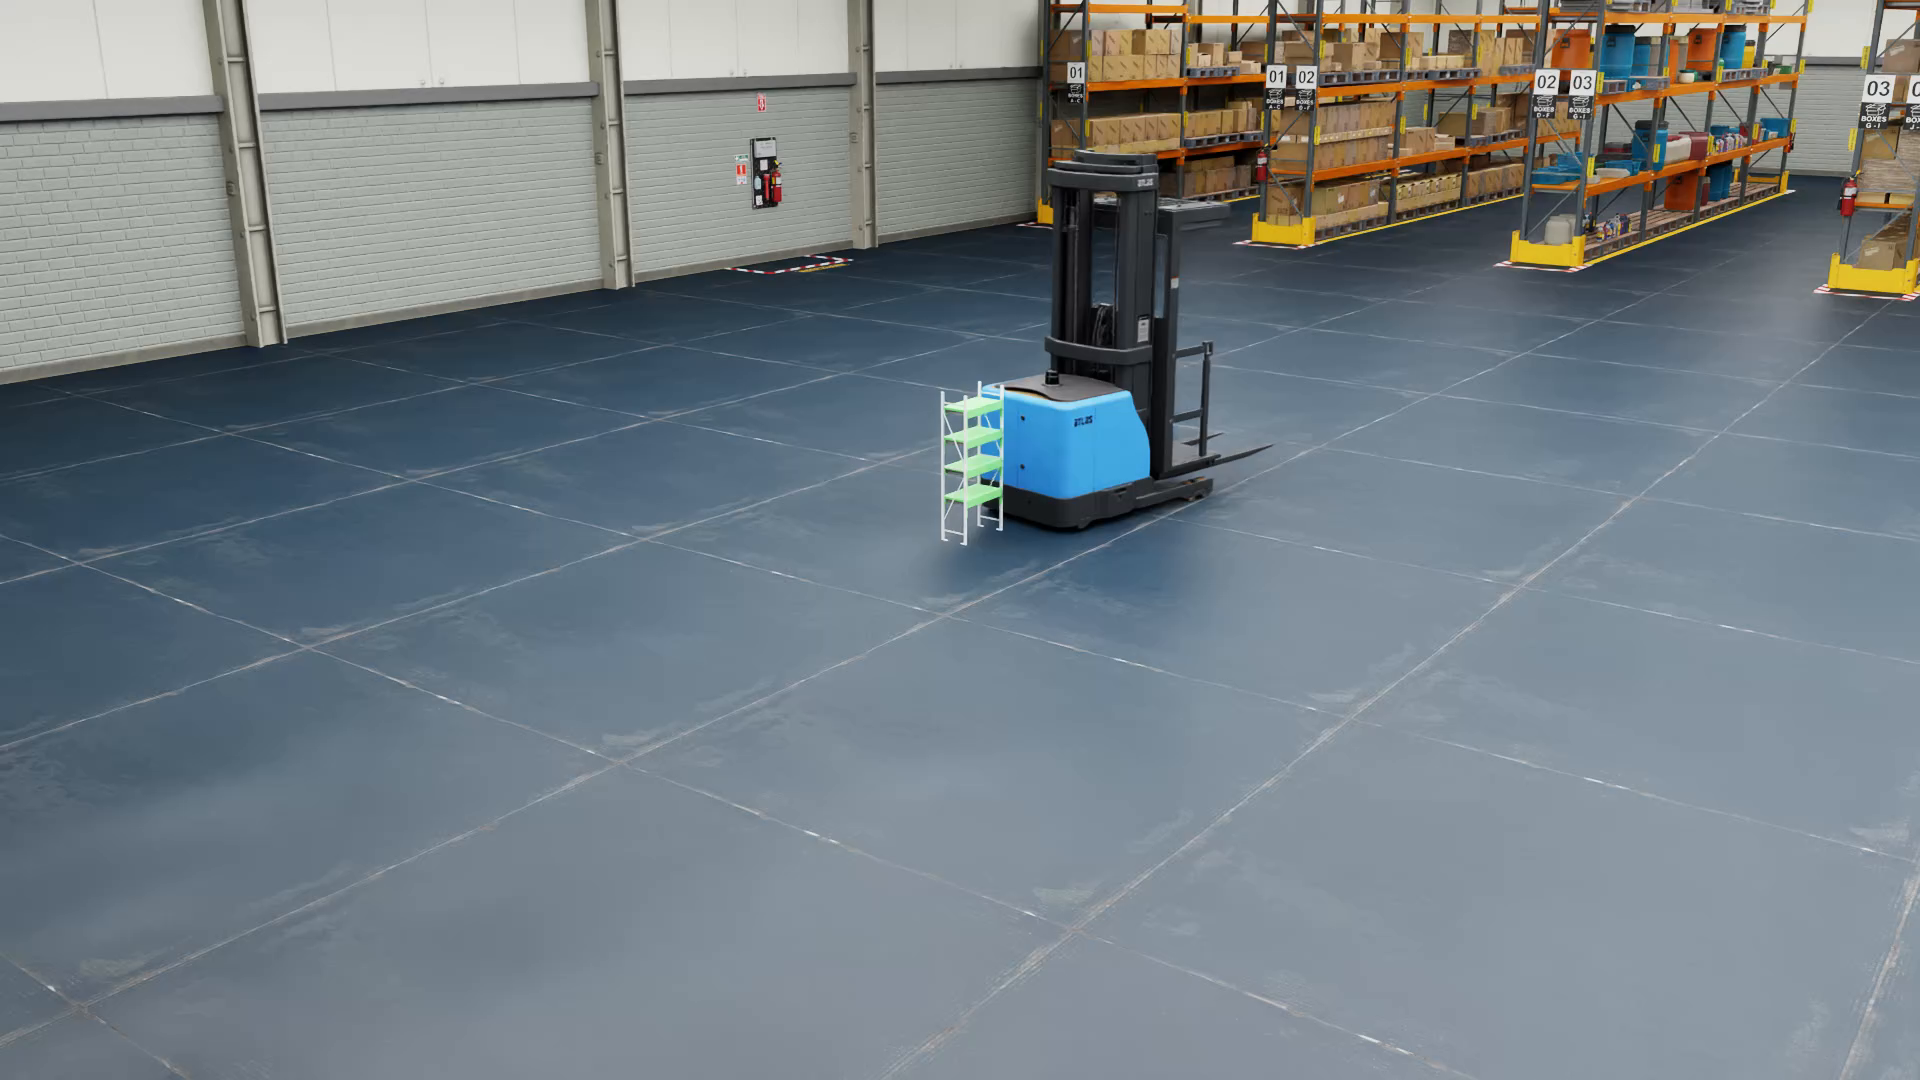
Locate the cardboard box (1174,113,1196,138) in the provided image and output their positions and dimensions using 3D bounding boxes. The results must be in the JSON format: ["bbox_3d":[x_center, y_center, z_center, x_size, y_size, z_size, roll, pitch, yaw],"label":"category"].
[{"bbox_3d":[4.819,-9.244,37.043,0.700,0.500,0.500,12,21,35],"label":"cardboard box"}]

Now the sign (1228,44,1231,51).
[{"bbox_3d":[6.431,-11.641,39.609,0.100,0.325,0.005,12,21,35],"label":"sign"}]

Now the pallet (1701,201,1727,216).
[{"bbox_3d":[15.992,-7.226,36.156,1.003,0.211,1.213,12,21,35],"label":"pallet"}]

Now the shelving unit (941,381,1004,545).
[{"bbox_3d":[0.099,-0.612,13.193,0.258,1.200,0.503,12,21,35],"label":"shelving unit"}]

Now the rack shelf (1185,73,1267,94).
[{"bbox_3d":[5.680,-10.436,37.948,1.077,0.370,4.000,12,21,35],"label":"rack shelf"}]

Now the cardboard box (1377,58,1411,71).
[{"bbox_3d":[8.844,-9.703,33.919,0.500,0.250,0.500,15,23,40],"label":"cardboard box"}]

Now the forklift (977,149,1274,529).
[{"bbox_3d":[1.565,-1.836,14.213,3.031,2.935,1.130,-16,23,-41],"label":"forklift"}]

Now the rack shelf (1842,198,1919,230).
[{"bbox_3d":[15.231,-5.425,26.869,1.077,0.370,4.000,12,21,35],"label":"rack shelf"}]

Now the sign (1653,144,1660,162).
[{"bbox_3d":[12.880,-7.153,30.752,0.100,0.325,0.005,12,21,35],"label":"sign"}]

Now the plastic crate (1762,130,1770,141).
[{"bbox_3d":[18.577,-9.393,38.613,0.416,0.233,0.300,12,21,35],"label":"plastic crate"}]

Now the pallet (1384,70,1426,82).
[{"bbox_3d":[8.984,-9.550,34.204,0.805,0.209,1.217,11,21,33],"label":"pallet"}]

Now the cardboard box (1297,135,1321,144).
[{"bbox_3d":[6.493,-7.457,30.936,0.380,0.149,0.250,12,21,34],"label":"cardboard box"}]

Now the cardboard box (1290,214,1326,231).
[{"bbox_3d":[6.584,-6.020,31.499,0.500,0.250,0.500,12,21,35],"label":"cardboard box"}]

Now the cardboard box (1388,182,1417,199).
[{"bbox_3d":[9.218,-7.324,34.755,0.500,0.311,0.500,12,21,34],"label":"cardboard box"}]

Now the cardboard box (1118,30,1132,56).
[{"bbox_3d":[3.166,-10.169,33.986,0.500,0.500,0.500,13,22,36],"label":"cardboard box"}]

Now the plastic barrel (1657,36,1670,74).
[{"bbox_3d":[13.353,-9.263,32.112,0.600,0.901,0.708,12,21,35],"label":"plastic barrel"}]

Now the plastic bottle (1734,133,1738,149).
[{"bbox_3d":[16.927,-8.725,36.367,0.144,0.351,0.185,12,21,35],"label":"plastic bottle"}]

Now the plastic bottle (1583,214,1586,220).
[{"bbox_3d":[11.631,-5.946,31.059,0.144,0.351,0.185,13,22,36],"label":"plastic bottle"}]

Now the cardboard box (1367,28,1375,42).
[{"bbox_3d":[10.496,-13.106,43.444,0.500,0.500,0.500,13,21,35],"label":"cardboard box"}]

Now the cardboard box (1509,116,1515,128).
[{"bbox_3d":[13.328,-10.114,40.587,0.500,0.500,0.500,13,21,36],"label":"cardboard box"}]

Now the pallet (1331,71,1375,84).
[{"bbox_3d":[7.254,-8.890,31.904,1.003,0.211,1.213,12,21,35],"label":"pallet"}]

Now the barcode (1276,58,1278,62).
[{"bbox_3d":[5.878,-8.911,30.843,0.001,0.075,0.075,12,21,35],"label":"barcode"}]

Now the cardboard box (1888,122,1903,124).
[{"bbox_3d":[14.462,-6.255,25.971,0.500,0.500,0.500,12,21,35],"label":"cardboard box"}]

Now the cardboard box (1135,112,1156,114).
[{"bbox_3d":[4.041,-9.092,36.419,0.500,0.500,0.500,12,21,33],"label":"cardboard box"}]

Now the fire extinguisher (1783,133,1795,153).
[{"bbox_3d":[20.050,-9.719,40.242,0.296,0.674,0.183,12,21,35],"label":"fire extinguisher"}]

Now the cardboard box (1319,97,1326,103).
[{"bbox_3d":[8.870,-11.057,41.824,0.500,0.250,0.500,13,21,36],"label":"cardboard box"}]

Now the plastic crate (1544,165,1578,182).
[{"bbox_3d":[10.511,-6.422,29.118,0.499,0.251,0.408,12,21,35],"label":"plastic crate"}]

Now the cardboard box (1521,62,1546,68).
[{"bbox_3d":[13.724,-11.335,39.882,0.500,0.250,0.500,12,21,35],"label":"cardboard box"}]

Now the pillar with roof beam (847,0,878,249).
[{"bbox_3d":[1.710,-8.913,26.772,9.100,9.000,0.400,12,21,35],"label":"pillar with roof beam"}]

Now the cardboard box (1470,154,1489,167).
[{"bbox_3d":[12.156,-8.966,39.267,0.500,0.250,0.500,12,21,35],"label":"cardboard box"}]

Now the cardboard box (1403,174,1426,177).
[{"bbox_3d":[9.998,-7.905,36.624,0.500,0.311,0.500,12,21,33],"label":"cardboard box"}]

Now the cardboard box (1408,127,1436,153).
[{"bbox_3d":[9.866,-8.594,35.693,0.500,0.500,0.500,11,20,32],"label":"cardboard box"}]

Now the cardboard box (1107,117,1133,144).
[{"bbox_3d":[3.246,-8.513,34.554,0.500,0.500,0.500,12,21,33],"label":"cardboard box"}]

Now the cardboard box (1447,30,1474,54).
[{"bbox_3d":[11.117,-11.010,36.727,0.500,0.500,0.500,12,21,35],"label":"cardboard box"}]

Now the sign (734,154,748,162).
[{"bbox_3d":[-3.653,-6.383,27.787,0.001,0.109,0.331,12,21,35],"label":"sign"}]

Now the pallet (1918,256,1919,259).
[{"bbox_3d":[16.051,-4.747,28.175,1.003,0.211,1.213,12,21,35],"label":"pallet"}]

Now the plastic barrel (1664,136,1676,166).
[{"bbox_3d":[13.628,-7.549,32.266,0.433,0.535,0.433,0,17,0],"label":"plastic barrel"}]

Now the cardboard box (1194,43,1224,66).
[{"bbox_3d":[5.613,-10.962,37.550,0.500,0.500,0.500,12,21,33],"label":"cardboard box"}]

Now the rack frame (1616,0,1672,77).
[{"bbox_3d":[12.445,-9.985,30.225,1.000,3.000,0.127,12,21,35],"label":"rack frame"}]

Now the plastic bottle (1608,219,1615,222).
[{"bbox_3d":[12.044,-5.800,30.713,0.152,0.276,0.135,12,21,35],"label":"plastic bottle"}]

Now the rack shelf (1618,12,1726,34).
[{"bbox_3d":[13.637,-9.927,31.925,1.077,0.370,4.000,12,21,35],"label":"rack shelf"}]

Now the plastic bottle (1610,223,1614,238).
[{"bbox_3d":[11.777,-5.605,30.095,0.097,0.271,0.097,0,17,0],"label":"plastic bottle"}]

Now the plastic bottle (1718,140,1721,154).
[{"bbox_3d":[16.071,-8.330,35.208,0.061,0.283,0.133,12,21,35],"label":"plastic bottle"}]

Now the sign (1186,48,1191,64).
[{"bbox_3d":[4.929,-10.456,35.928,0.100,0.325,0.005,12,21,35],"label":"sign"}]

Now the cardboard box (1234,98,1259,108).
[{"bbox_3d":[6.934,-10.535,40.142,0.500,0.250,0.500,13,22,36],"label":"cardboard box"}]

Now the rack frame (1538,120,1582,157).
[{"bbox_3d":[15.619,-10.855,43.140,1.000,3.000,0.127,12,21,35],"label":"rack frame"}]

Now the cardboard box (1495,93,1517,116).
[{"bbox_3d":[13.329,-10.593,40.444,0.500,0.500,0.500,13,21,35],"label":"cardboard box"}]

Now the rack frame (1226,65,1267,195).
[{"bbox_3d":[6.872,-9.824,39.820,1.000,3.000,0.127,12,21,35],"label":"rack frame"}]

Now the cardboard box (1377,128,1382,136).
[{"bbox_3d":[8.176,-8.130,33.104,0.380,0.149,0.250,12,21,33],"label":"cardboard box"}]

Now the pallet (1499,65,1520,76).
[{"bbox_3d":[12.175,-10.854,38.398,1.213,0.211,1.003,12,21,35],"label":"pallet"}]

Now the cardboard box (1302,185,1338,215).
[{"bbox_3d":[6.880,-6.497,31.772,0.500,0.500,0.500,12,21,35],"label":"cardboard box"}]

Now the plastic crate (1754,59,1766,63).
[{"bbox_3d":[18.464,-11.066,38.868,0.504,0.338,0.767,12,21,35],"label":"plastic crate"}]

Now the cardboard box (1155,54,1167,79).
[{"bbox_3d":[4.075,-10.079,35.381,0.500,0.500,0.500,10,20,30],"label":"cardboard box"}]
